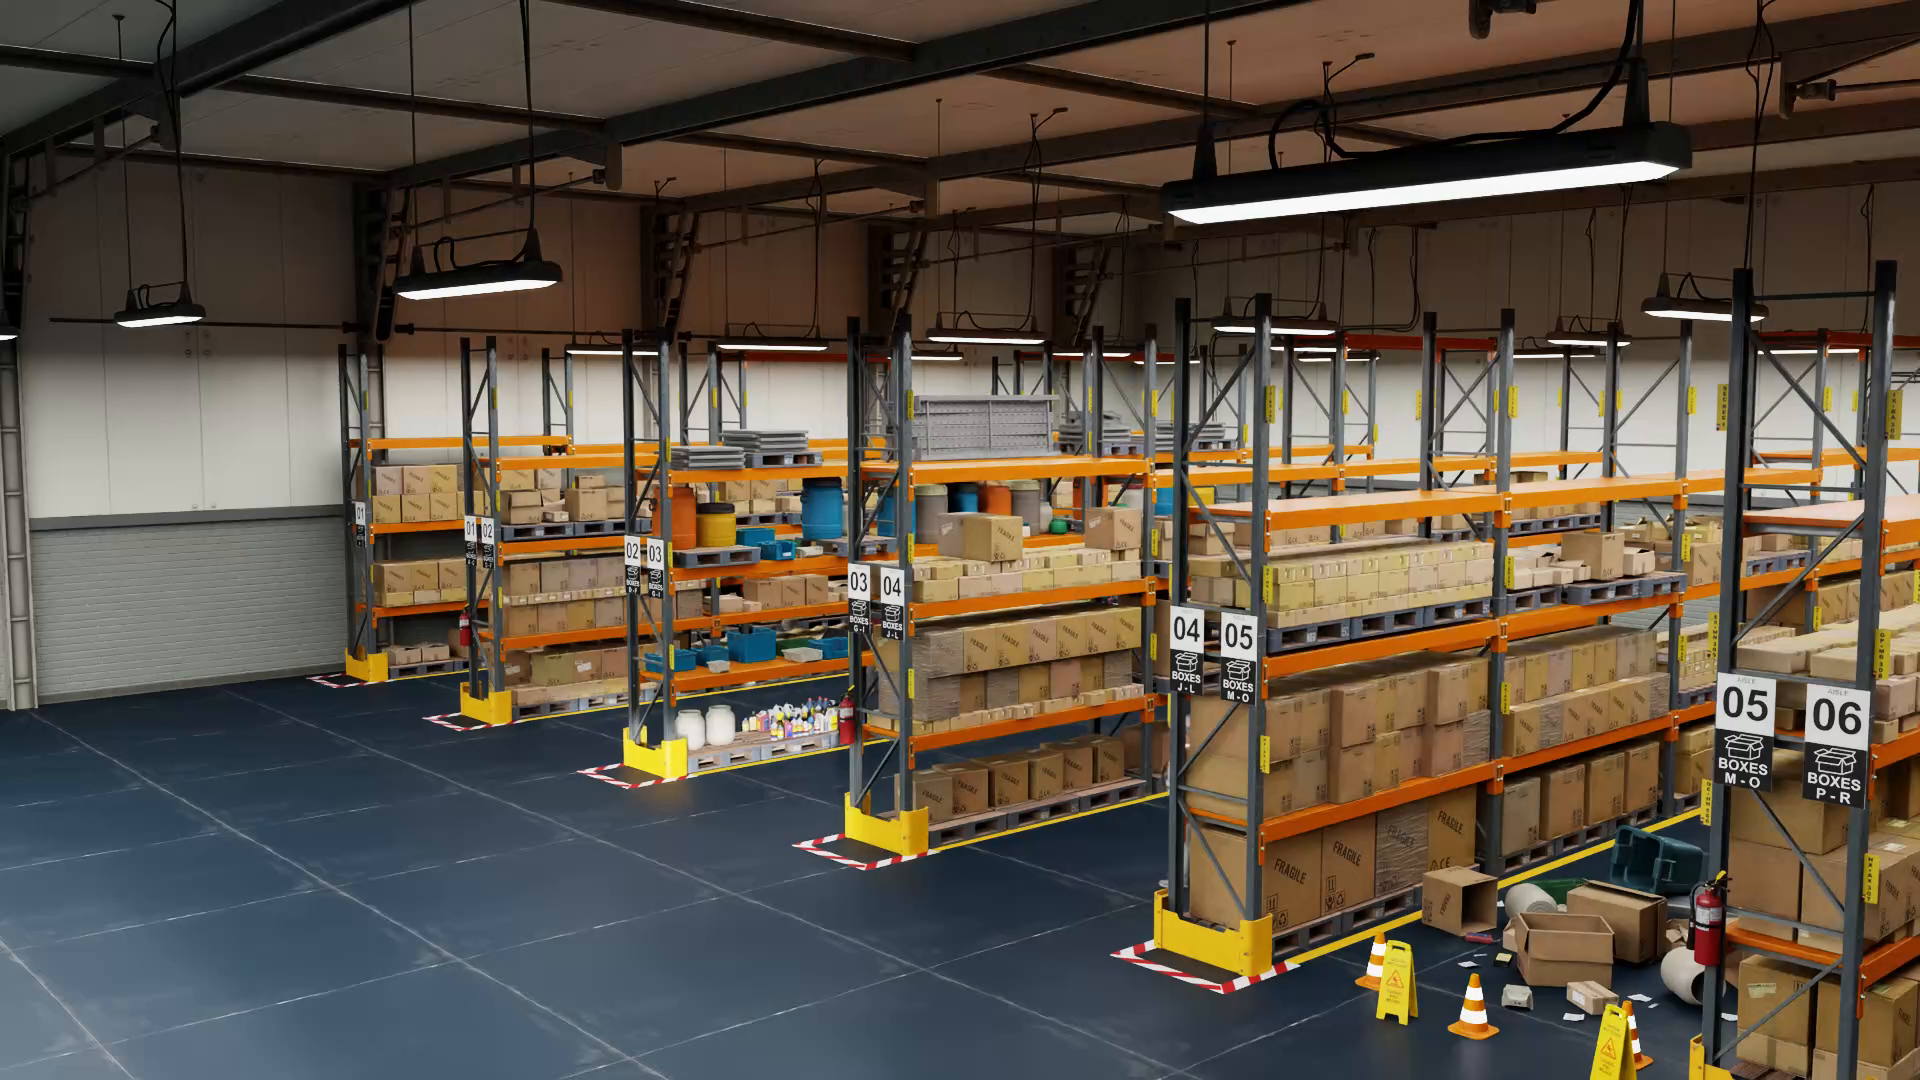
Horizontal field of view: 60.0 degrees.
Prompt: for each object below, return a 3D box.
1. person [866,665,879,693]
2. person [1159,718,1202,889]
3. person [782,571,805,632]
[{"bbox_3d":[-1.393,1.839,28.386,0.507,1.697,0.701,4,7,39],"label":"person"},{"bbox_3d":[2.365,2.733,17.414,0.461,1.752,0.591,3,6,31],"label":"person"},{"bbox_3d":[-3.277,1.371,32.413,0.461,1.799,0.579,4,7,41],"label":"person"}]
